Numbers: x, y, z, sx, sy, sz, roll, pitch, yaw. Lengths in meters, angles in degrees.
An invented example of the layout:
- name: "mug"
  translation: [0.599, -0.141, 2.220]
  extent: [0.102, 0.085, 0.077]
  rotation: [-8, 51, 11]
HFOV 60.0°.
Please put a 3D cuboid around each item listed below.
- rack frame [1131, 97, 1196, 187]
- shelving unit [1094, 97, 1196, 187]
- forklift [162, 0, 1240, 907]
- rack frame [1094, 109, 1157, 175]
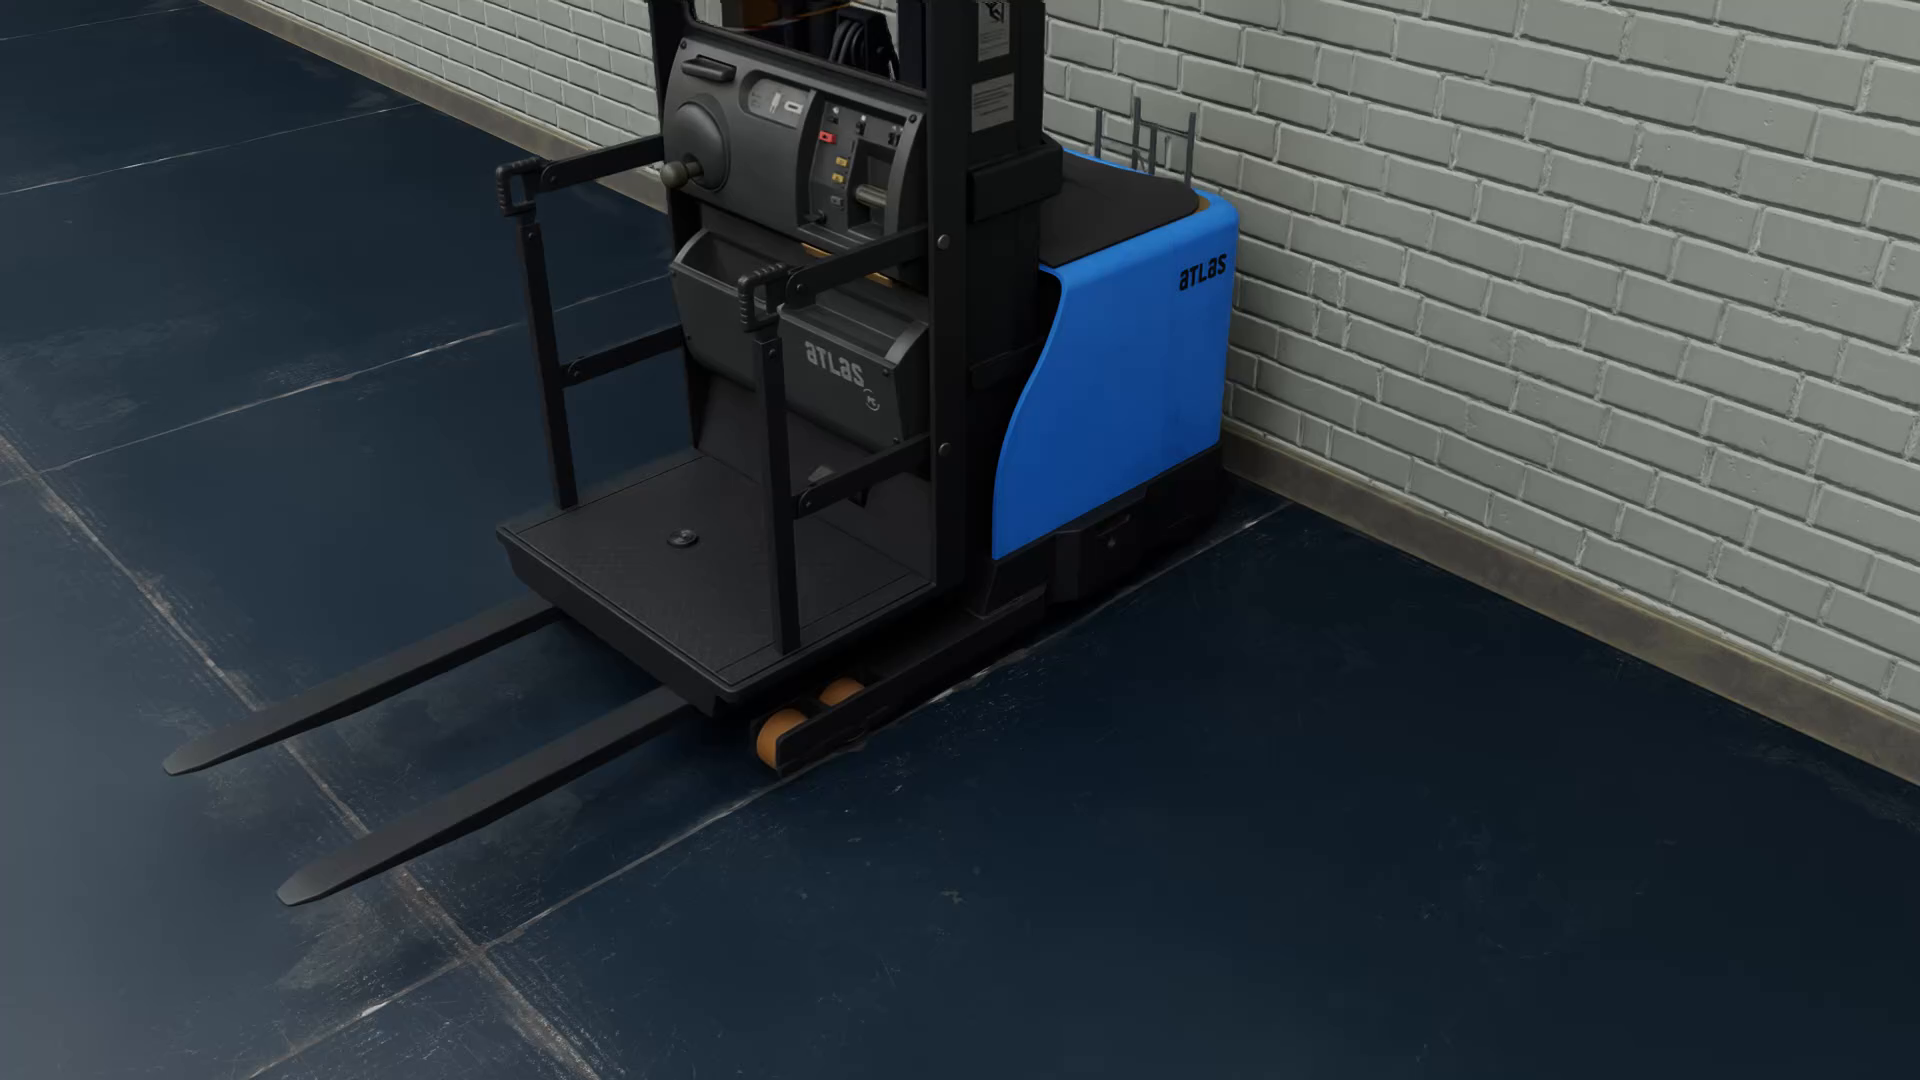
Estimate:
- name: "rack frame"
  translation: [0.636, -0.837, 5.468]
  extent: [0.006, 1.200, 0.240]
  rotation: [-27, 40, -37]
- name: "shelving unit"
  translation: [0.571, -0.804, 5.414]
  extent: [0.189, 1.200, 0.258]
  rotation: [-27, 40, -37]
- name: "forklift"
  translation: [-0.583, -0.954, 4.001]
  extent: [3.031, 2.935, 1.130]
  rotation: [-27, 40, -37]
- name: "rack frame"
  translation: [0.505, -0.770, 5.360]
  extent: [0.006, 1.200, 0.240]
  rotation: [-27, 40, -37]
